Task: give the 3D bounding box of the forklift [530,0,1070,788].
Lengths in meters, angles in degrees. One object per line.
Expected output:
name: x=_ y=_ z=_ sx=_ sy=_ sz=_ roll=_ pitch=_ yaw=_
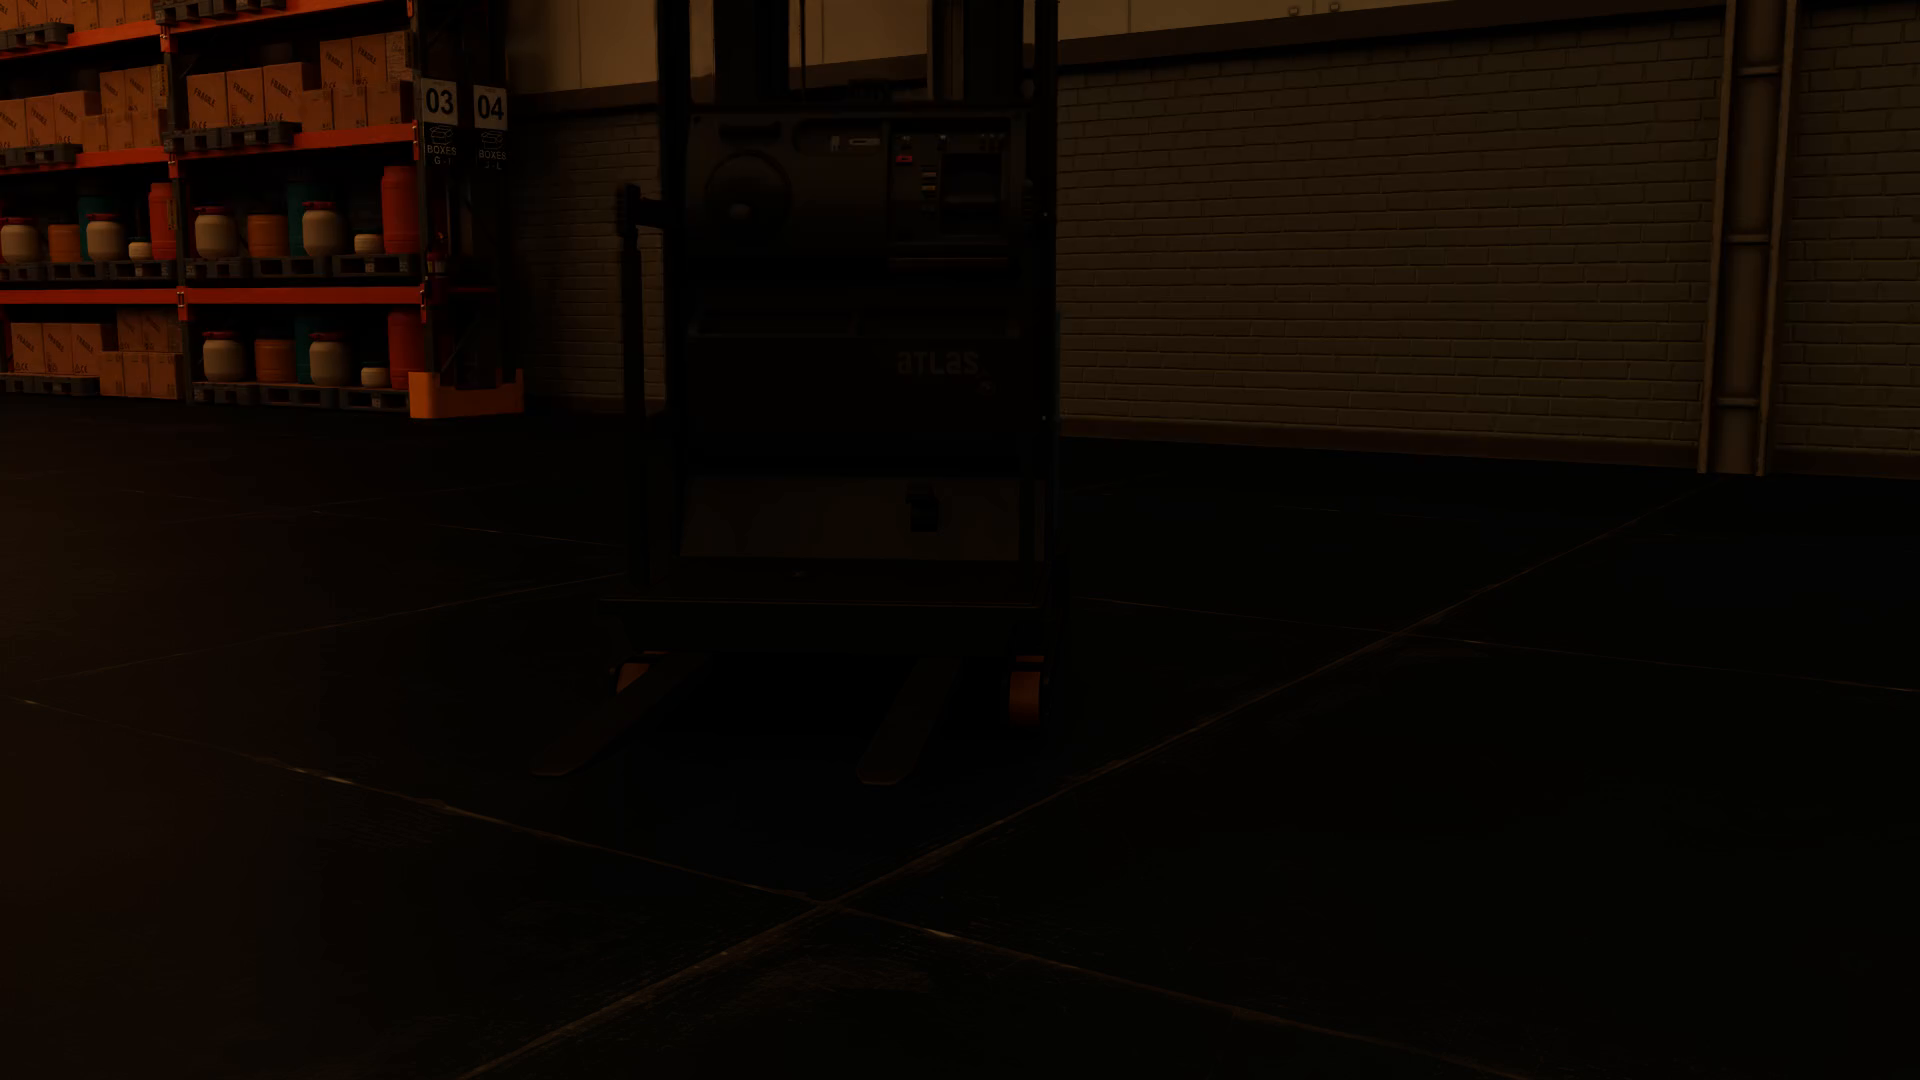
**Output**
forklift: x=-0.302 y=-1.012 z=4.307 sx=1.130 sy=2.935 sz=3.031 roll=1 pitch=8 yaw=5
